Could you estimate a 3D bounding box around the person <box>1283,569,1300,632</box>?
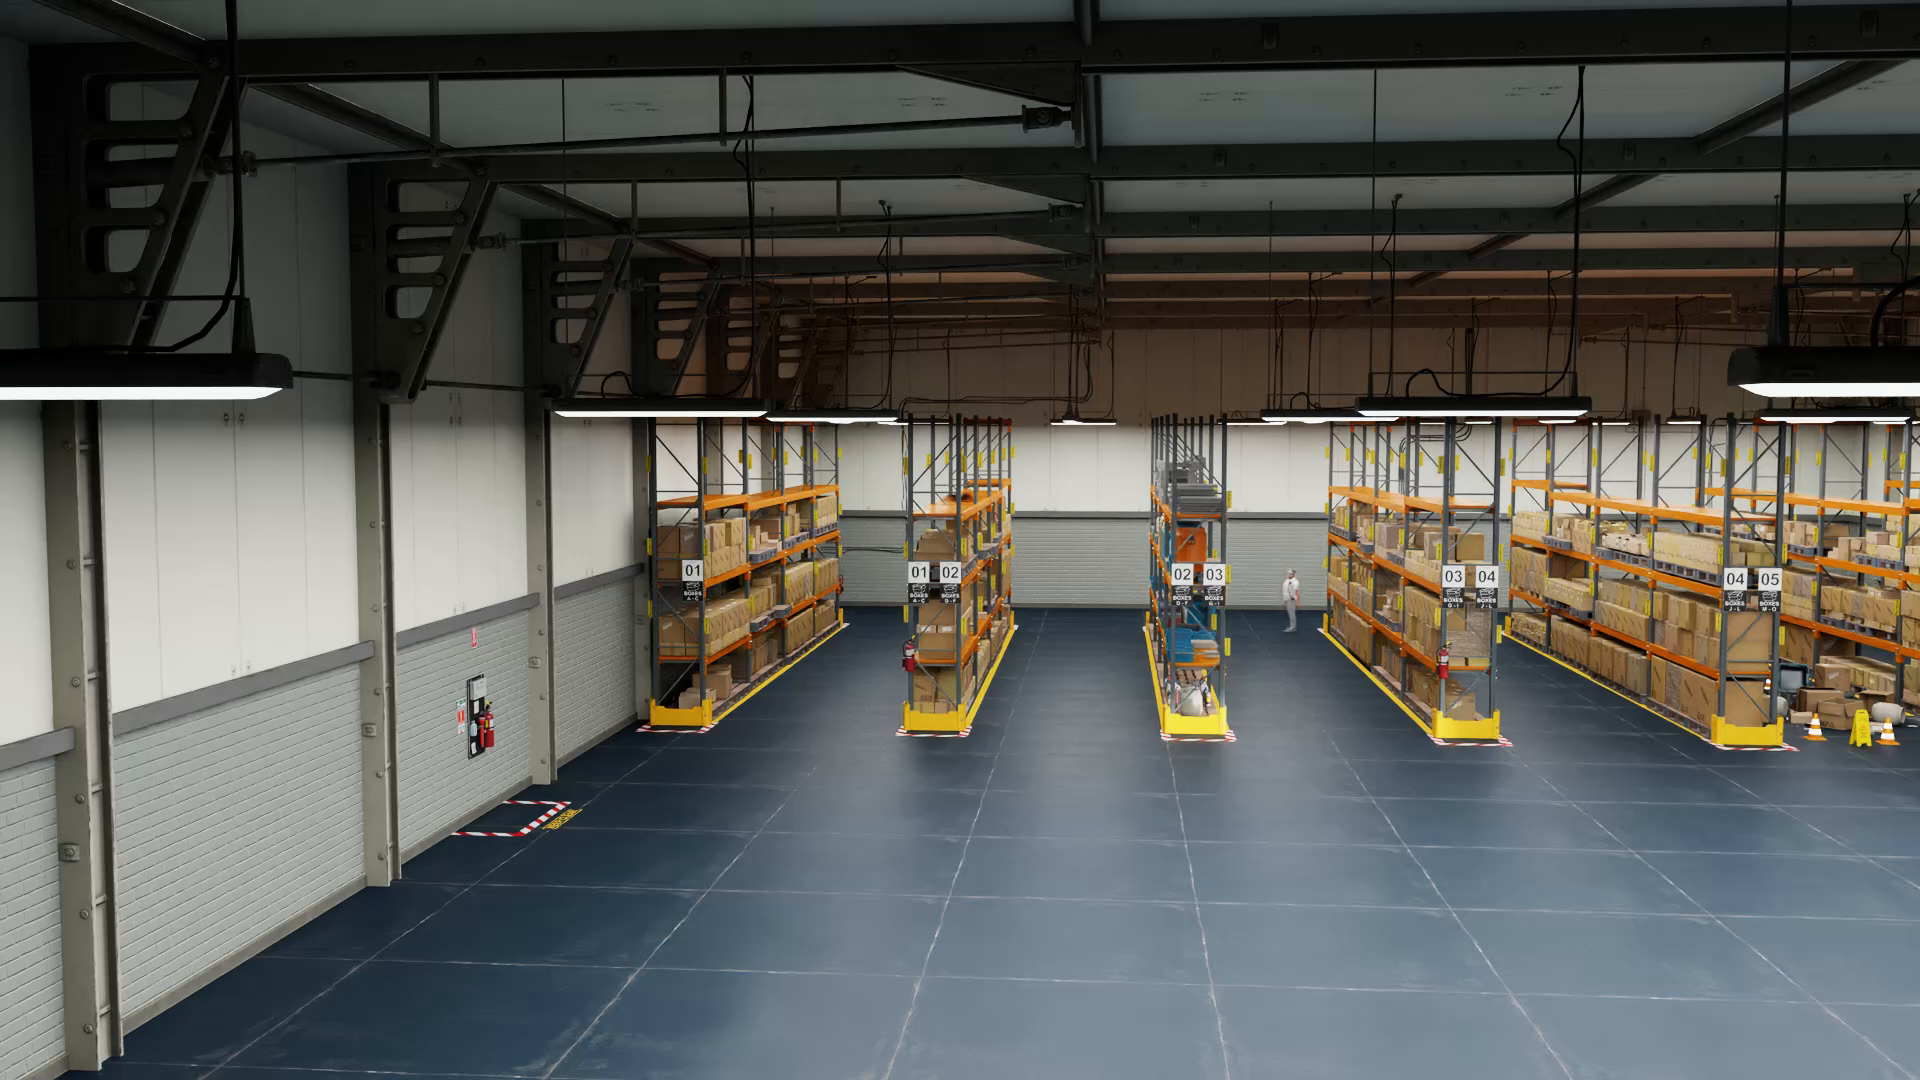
[{"bbox_3d":[9.282,1.688,46.790,0.416,1.774,0.576,-1,4,-9],"label":"person"}]
